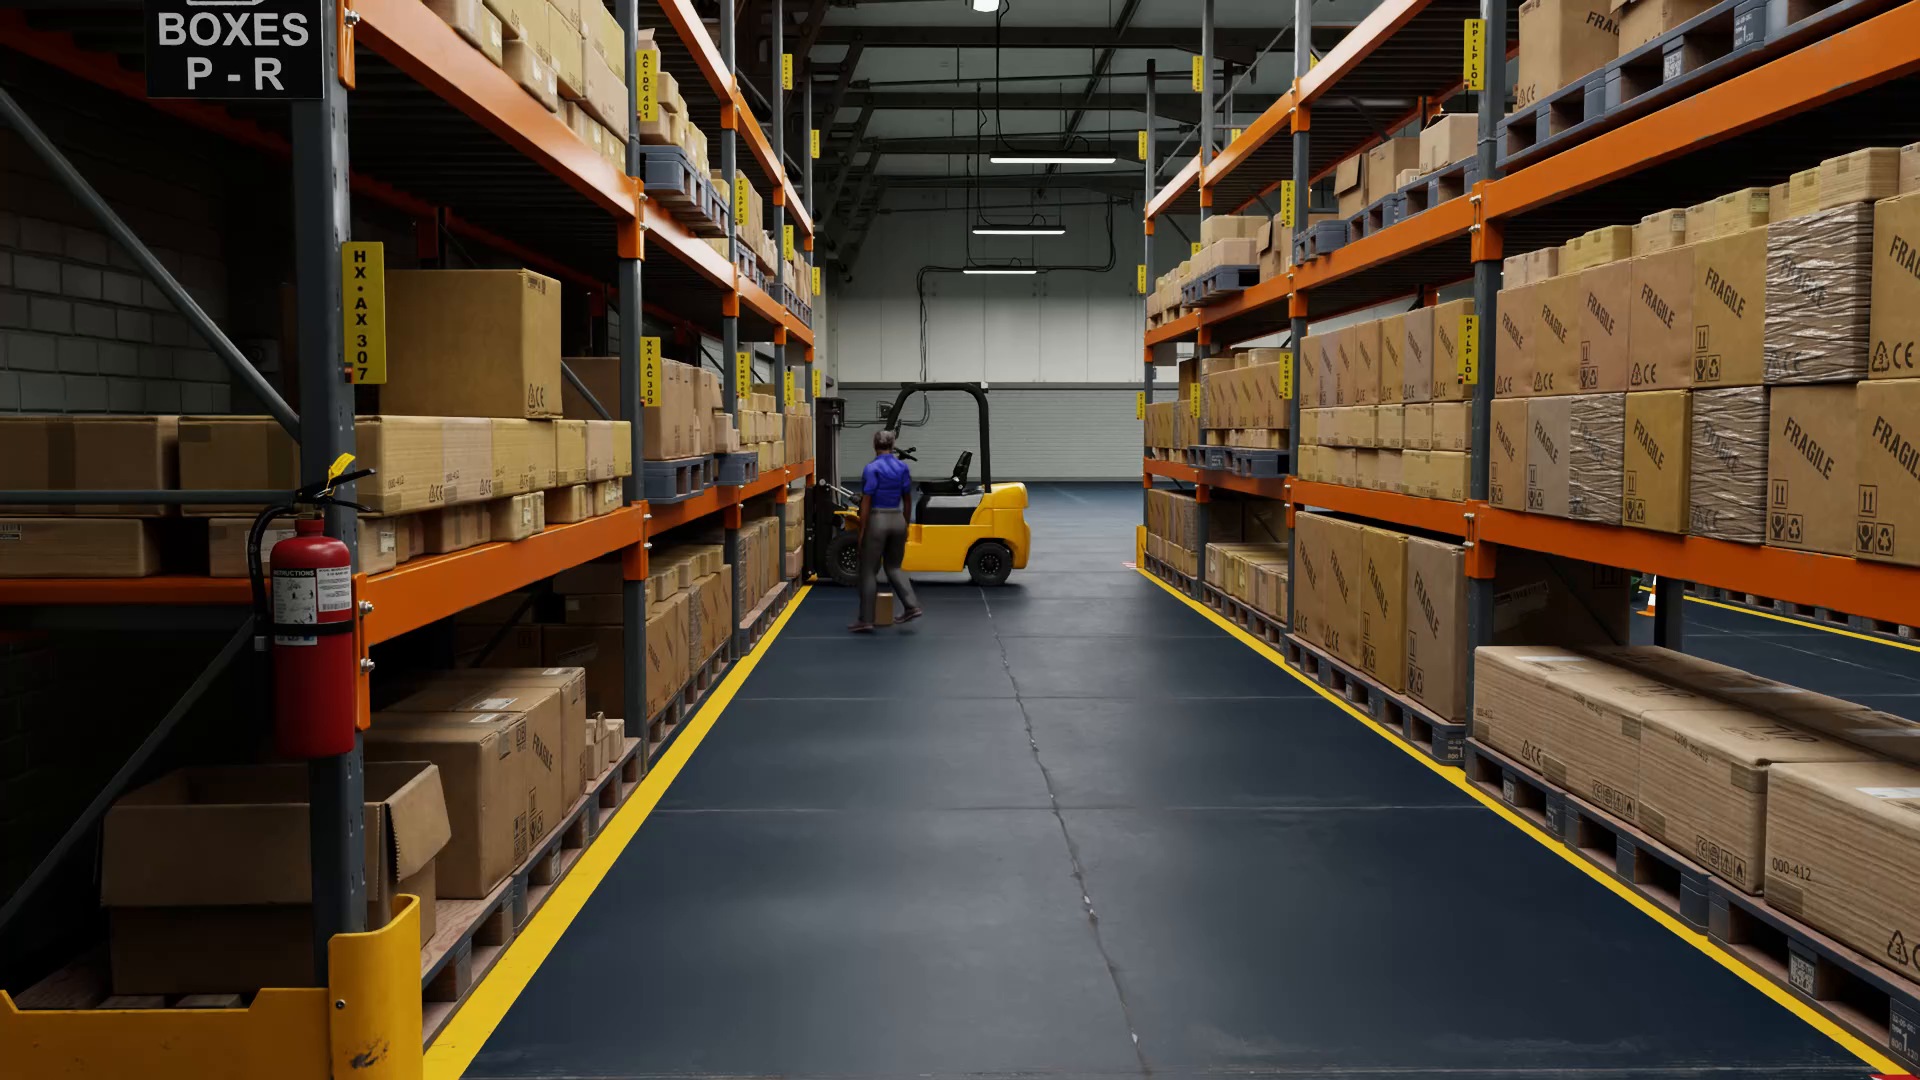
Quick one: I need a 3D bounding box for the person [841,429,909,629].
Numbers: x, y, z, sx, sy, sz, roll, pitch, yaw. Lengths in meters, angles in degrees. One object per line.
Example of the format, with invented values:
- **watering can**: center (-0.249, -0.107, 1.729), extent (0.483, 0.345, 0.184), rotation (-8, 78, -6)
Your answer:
- **person**: center (-0.699, -0.076, 13.674), extent (0.540, 1.664, 0.323), rotation (-1, 4, -13)
